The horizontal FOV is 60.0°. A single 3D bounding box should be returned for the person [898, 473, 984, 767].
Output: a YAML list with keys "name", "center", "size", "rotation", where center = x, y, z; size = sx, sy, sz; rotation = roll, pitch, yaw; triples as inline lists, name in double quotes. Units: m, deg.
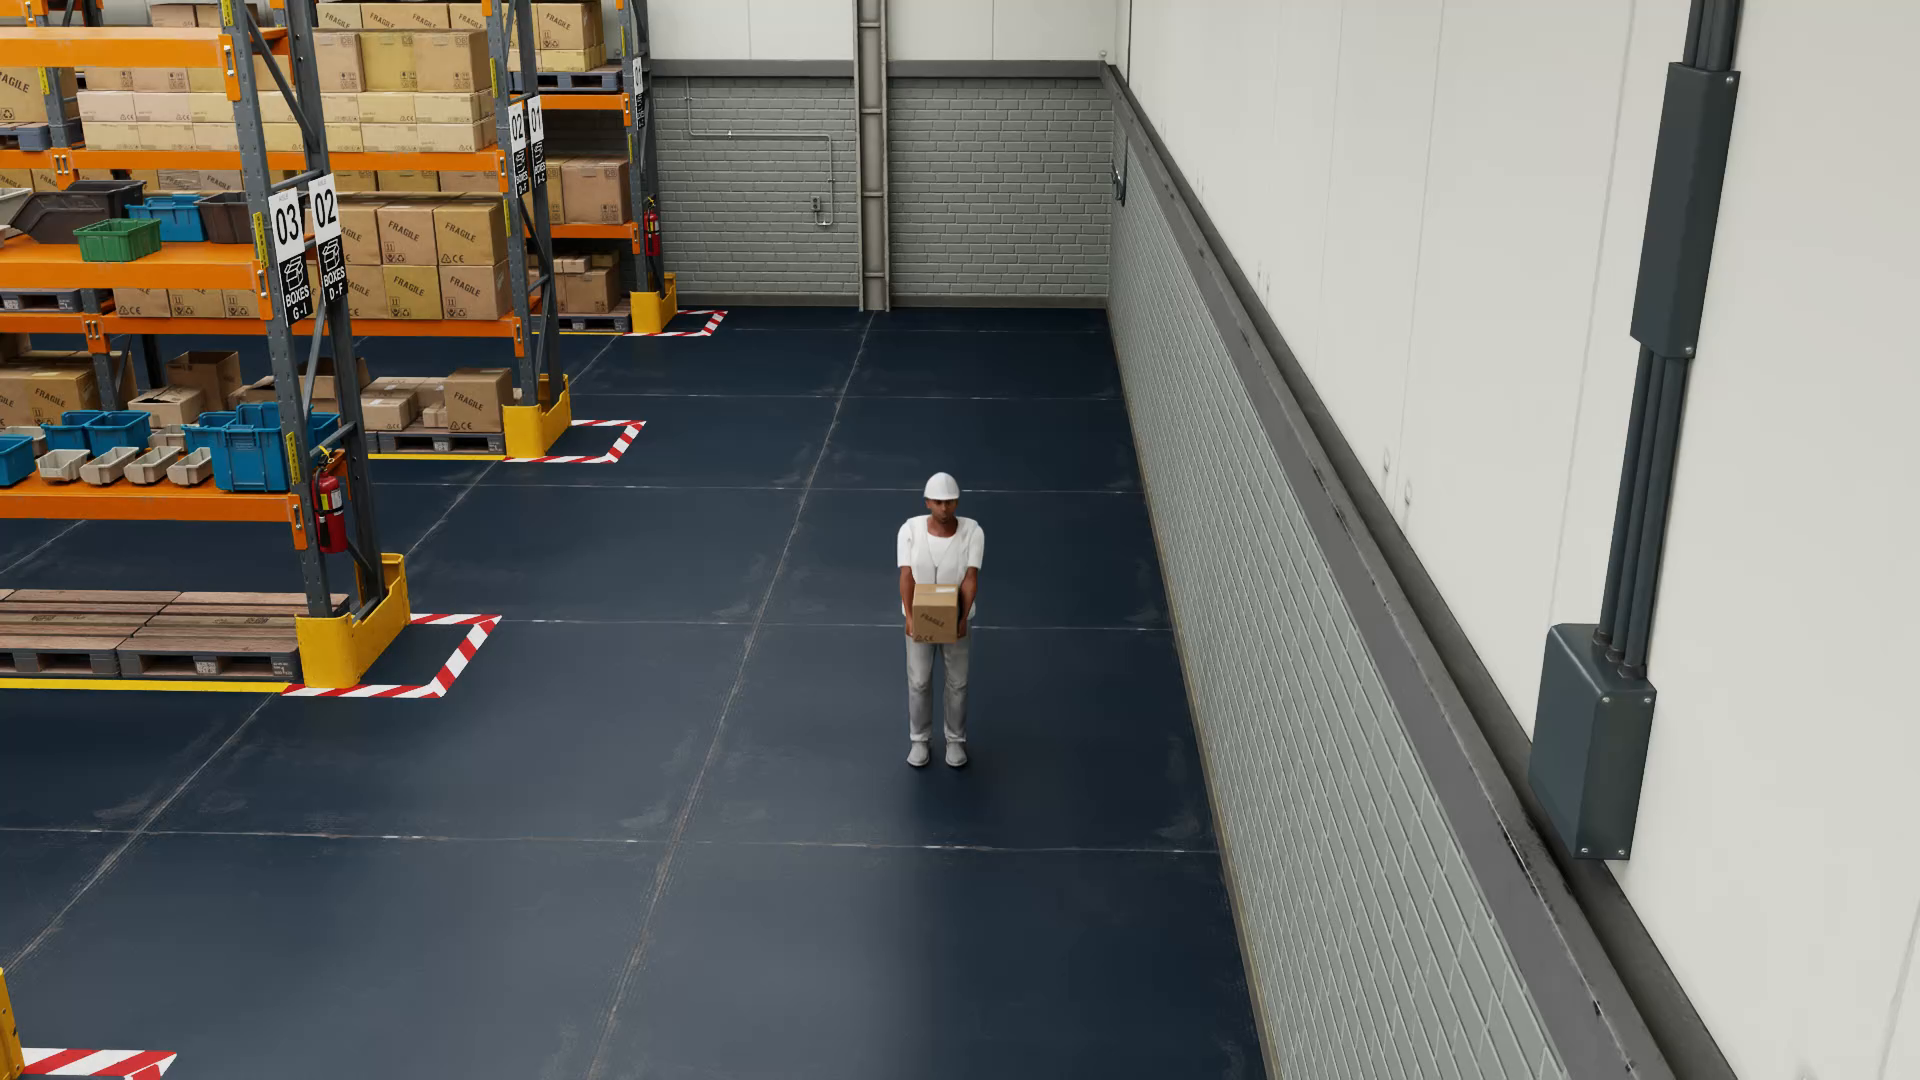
- name: "person"
  center: [-0.116, 0.493, 9.741]
  size: [0.504, 1.762, 0.566]
  rotation: [1, 21, 2]
